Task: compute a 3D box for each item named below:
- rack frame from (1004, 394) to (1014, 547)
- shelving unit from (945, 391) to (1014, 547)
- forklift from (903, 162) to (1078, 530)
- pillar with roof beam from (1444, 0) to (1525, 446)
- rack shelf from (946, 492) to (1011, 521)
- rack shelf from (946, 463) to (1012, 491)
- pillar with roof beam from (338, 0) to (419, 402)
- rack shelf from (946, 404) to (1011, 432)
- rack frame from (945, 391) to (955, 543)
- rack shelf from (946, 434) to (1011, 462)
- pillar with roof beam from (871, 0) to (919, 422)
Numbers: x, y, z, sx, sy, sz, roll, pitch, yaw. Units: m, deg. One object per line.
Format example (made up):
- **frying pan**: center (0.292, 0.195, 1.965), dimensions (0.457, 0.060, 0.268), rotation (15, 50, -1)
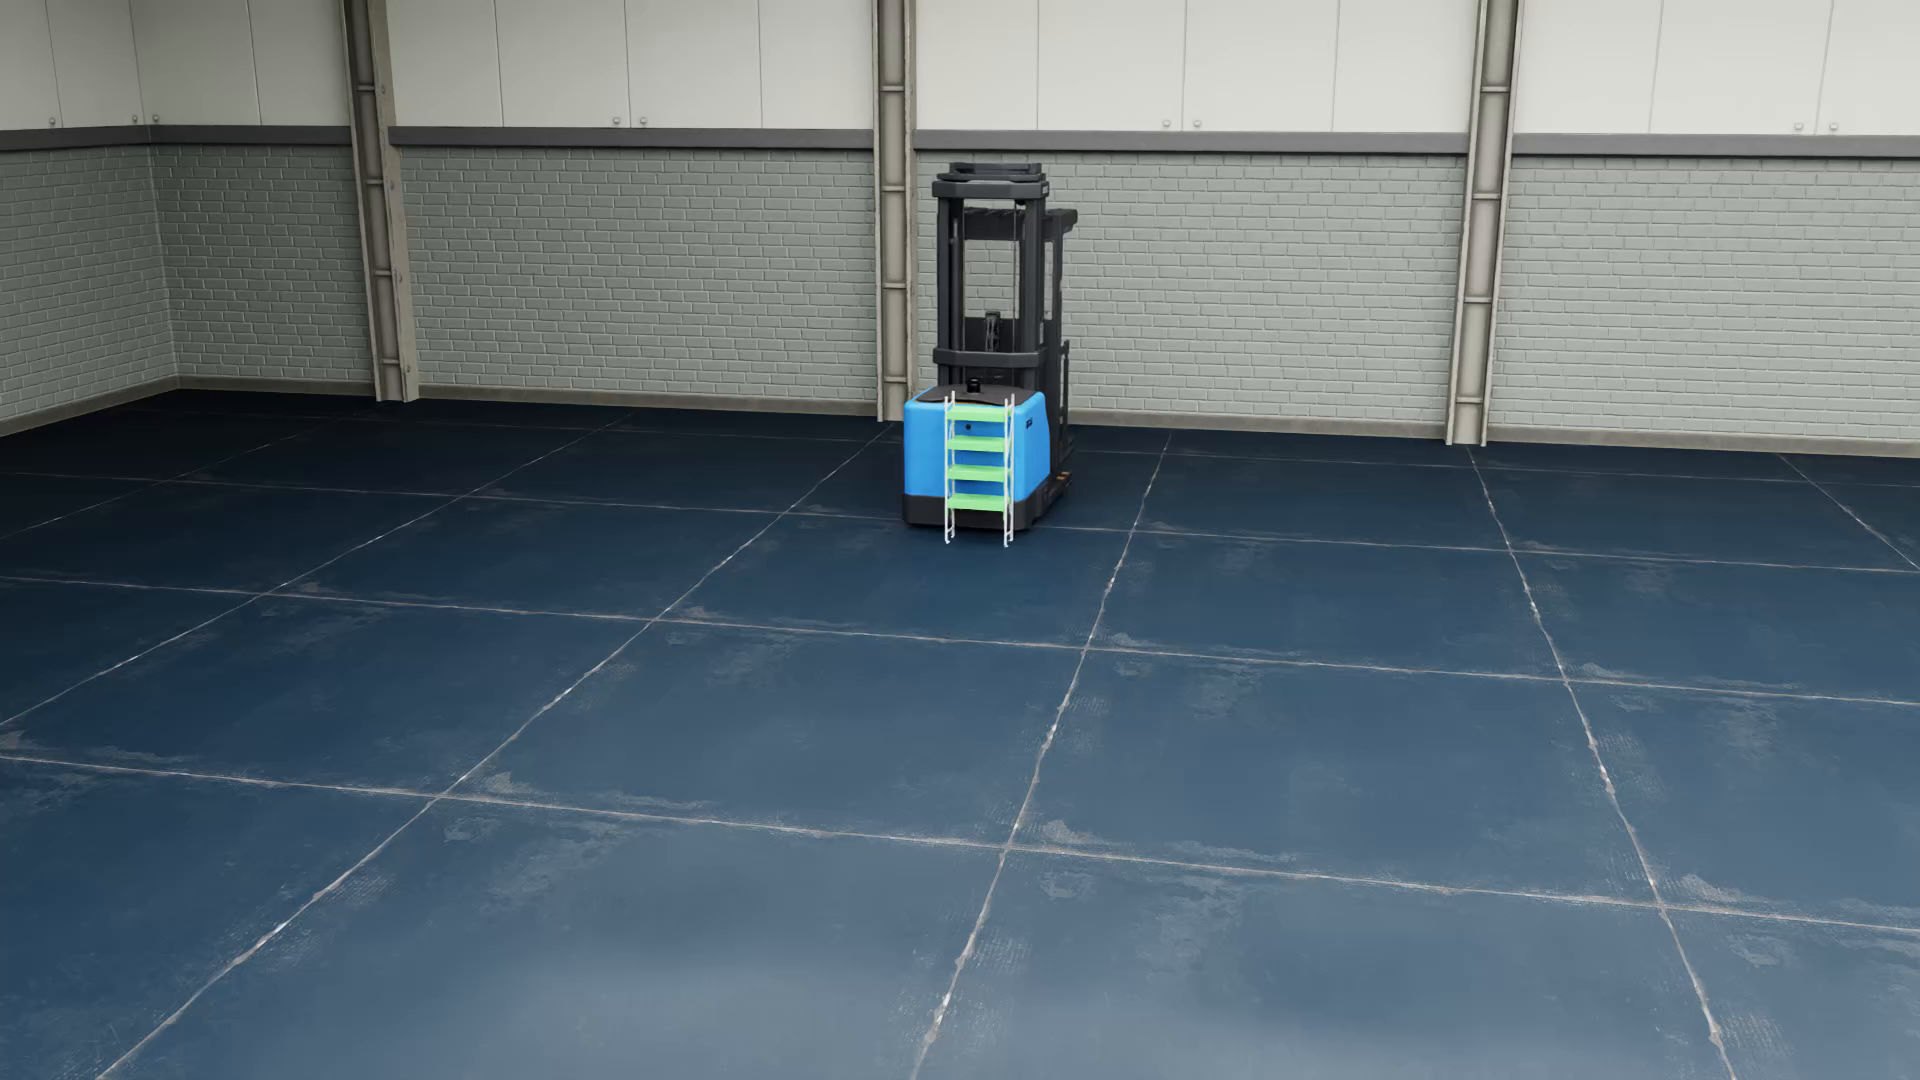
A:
- **rack frame**: center (0.391, -0.550, 13.229), dimensions (0.015, 1.200, 0.240), rotation (4, 16, 14)
- **shelving unit**: center (0.155, -0.566, 13.288), dimensions (0.503, 1.200, 0.258), rotation (4, 16, 14)
- **forklift**: center (0.403, -1.841, 14.648), dimensions (1.130, 2.935, 3.031), rotation (4, 16, 15)
- **pillar with roof beam**: center (4.341, -4.217, 11.858), dimensions (0.400, 9.000, 9.100), rotation (3, 16, 11)
- **rack shelf**: center (0.154, -0.273, 13.369), dimensions (0.480, 0.148, 0.258), rotation (4, 16, 14)
- **rack shelf**: center (0.154, -0.505, 13.305), dimensions (0.480, 0.148, 0.258), rotation (4, 16, 14)
- **pillar with roof beam**: center (-7.418, -4.855, 14.163), dimensions (0.400, 9.000, 9.100), rotation (3, 16, 11)
- **rack shelf**: center (0.155, -0.967, 13.178), dimensions (0.480, 0.148, 0.258), rotation (4, 16, 14)
- **rack frame**: center (-0.082, -0.583, 13.348), dimensions (0.015, 1.200, 0.240), rotation (4, 16, 14)
- **rack shelf**: center (0.155, -0.736, 13.241), dimensions (0.480, 0.148, 0.258), rotation (4, 16, 14)
- **pillar with roof beam**: center (-1.539, -4.536, 13.010), dimensions (0.400, 9.000, 9.100), rotation (3, 16, 11)
